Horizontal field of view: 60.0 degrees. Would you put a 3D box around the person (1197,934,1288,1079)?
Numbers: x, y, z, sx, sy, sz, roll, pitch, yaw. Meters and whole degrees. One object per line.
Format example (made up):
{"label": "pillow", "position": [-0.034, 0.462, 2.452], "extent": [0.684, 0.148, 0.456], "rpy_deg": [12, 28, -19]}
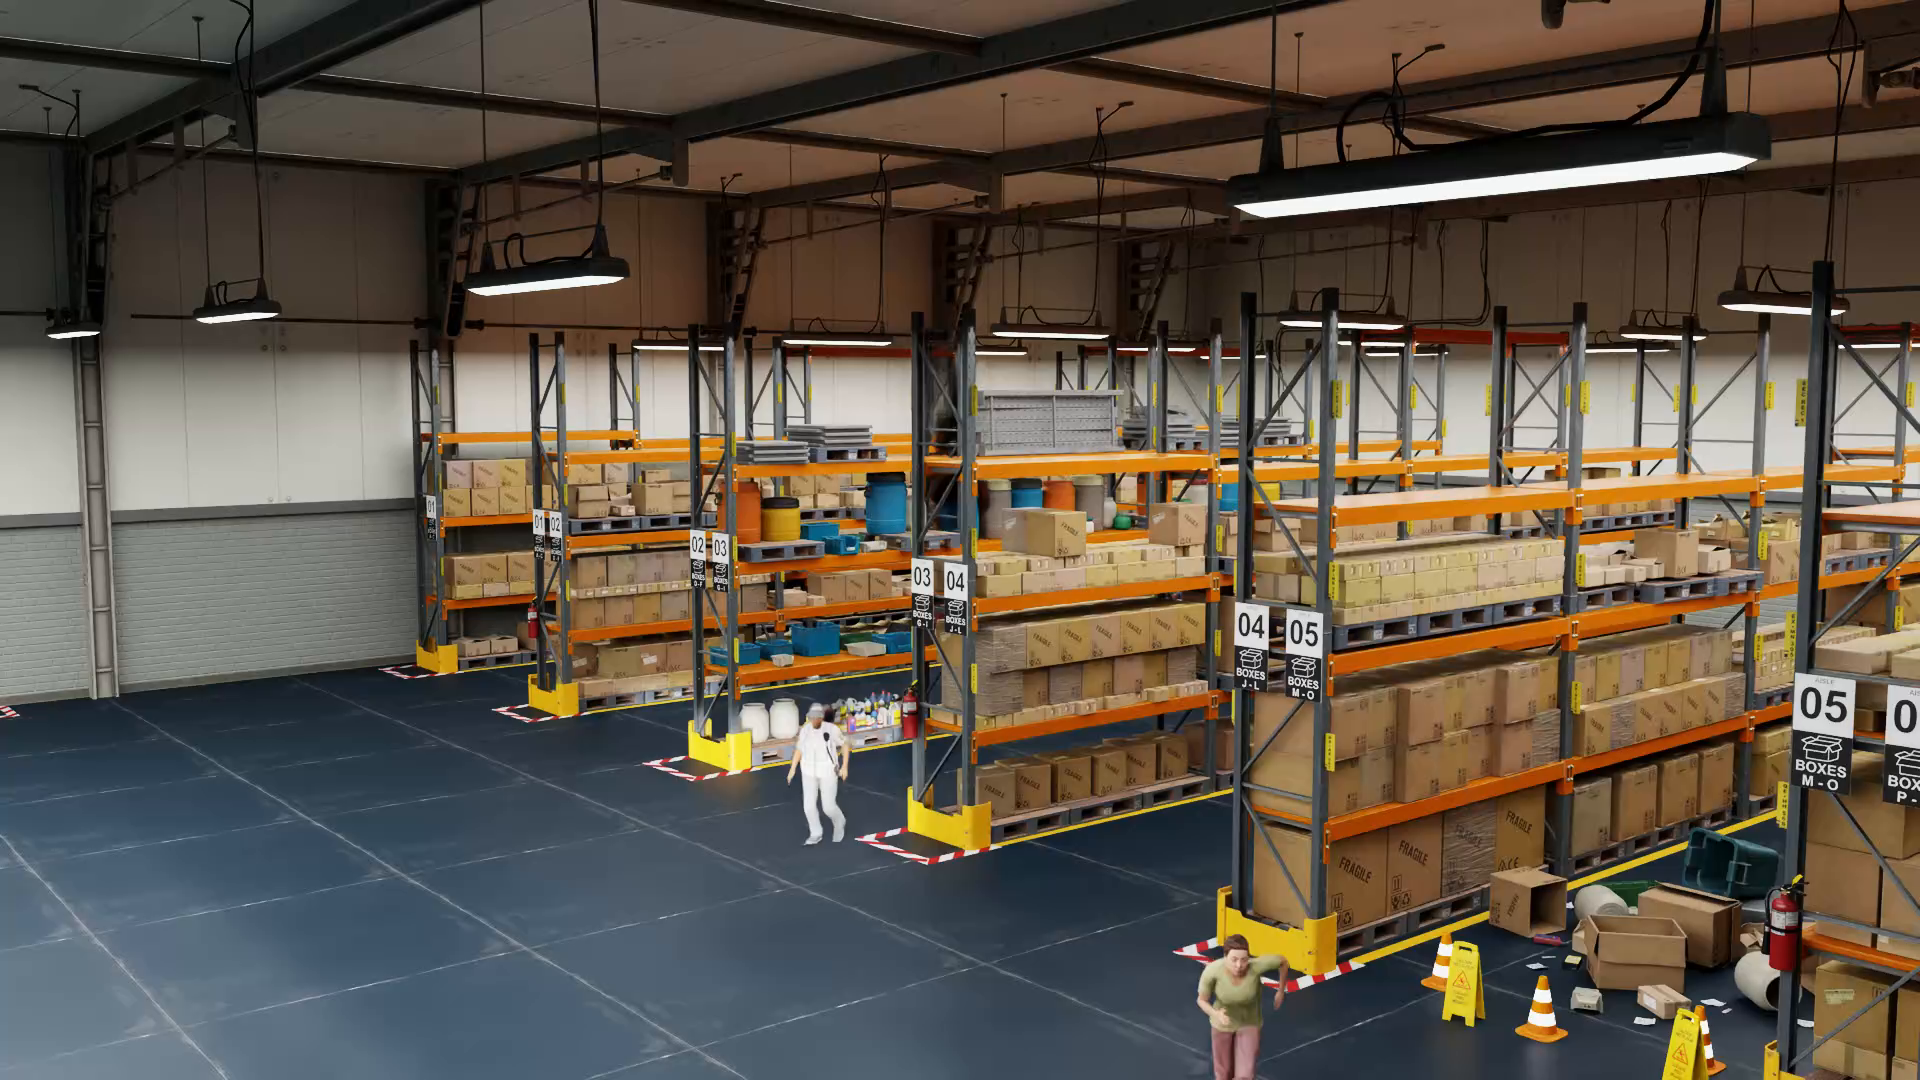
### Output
{"label": "person", "position": [1.923, 3.363, 11.348], "extent": [0.609, 1.487, 0.880], "rpy_deg": [1, 5, 10]}

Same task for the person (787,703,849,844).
{"label": "person", "position": [-1.577, 2.631, 18.671], "extent": [0.604, 1.635, 0.582], "rpy_deg": [1, 5, 12]}
